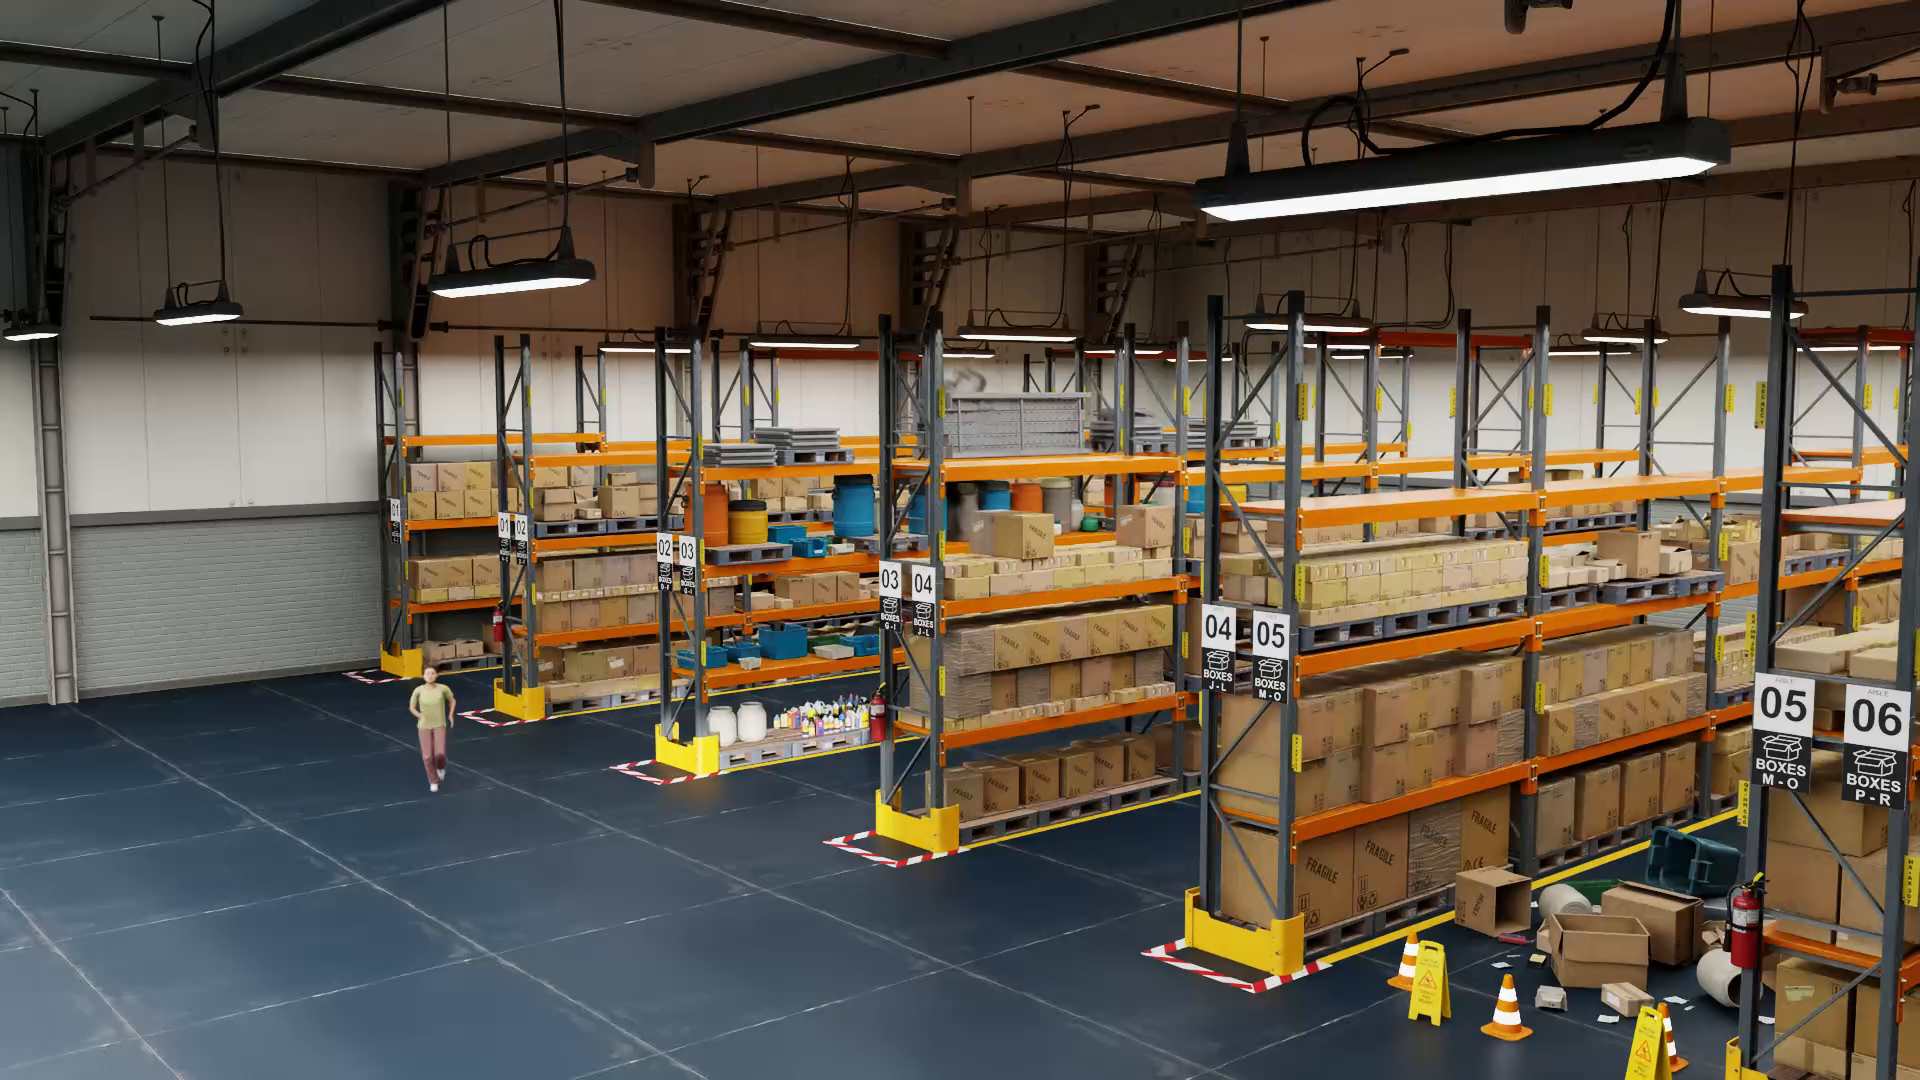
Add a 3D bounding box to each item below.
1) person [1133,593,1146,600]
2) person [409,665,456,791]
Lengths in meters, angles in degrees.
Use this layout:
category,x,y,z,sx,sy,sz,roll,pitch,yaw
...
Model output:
category,x,y,z,sx,sy,sz,roll,pitch,yaw
person,3.542,1.350,32.538,0.617,1.695,0.921,4,6,35
person,-6.773,2.413,21.363,0.576,1.631,0.542,-2,5,-17
